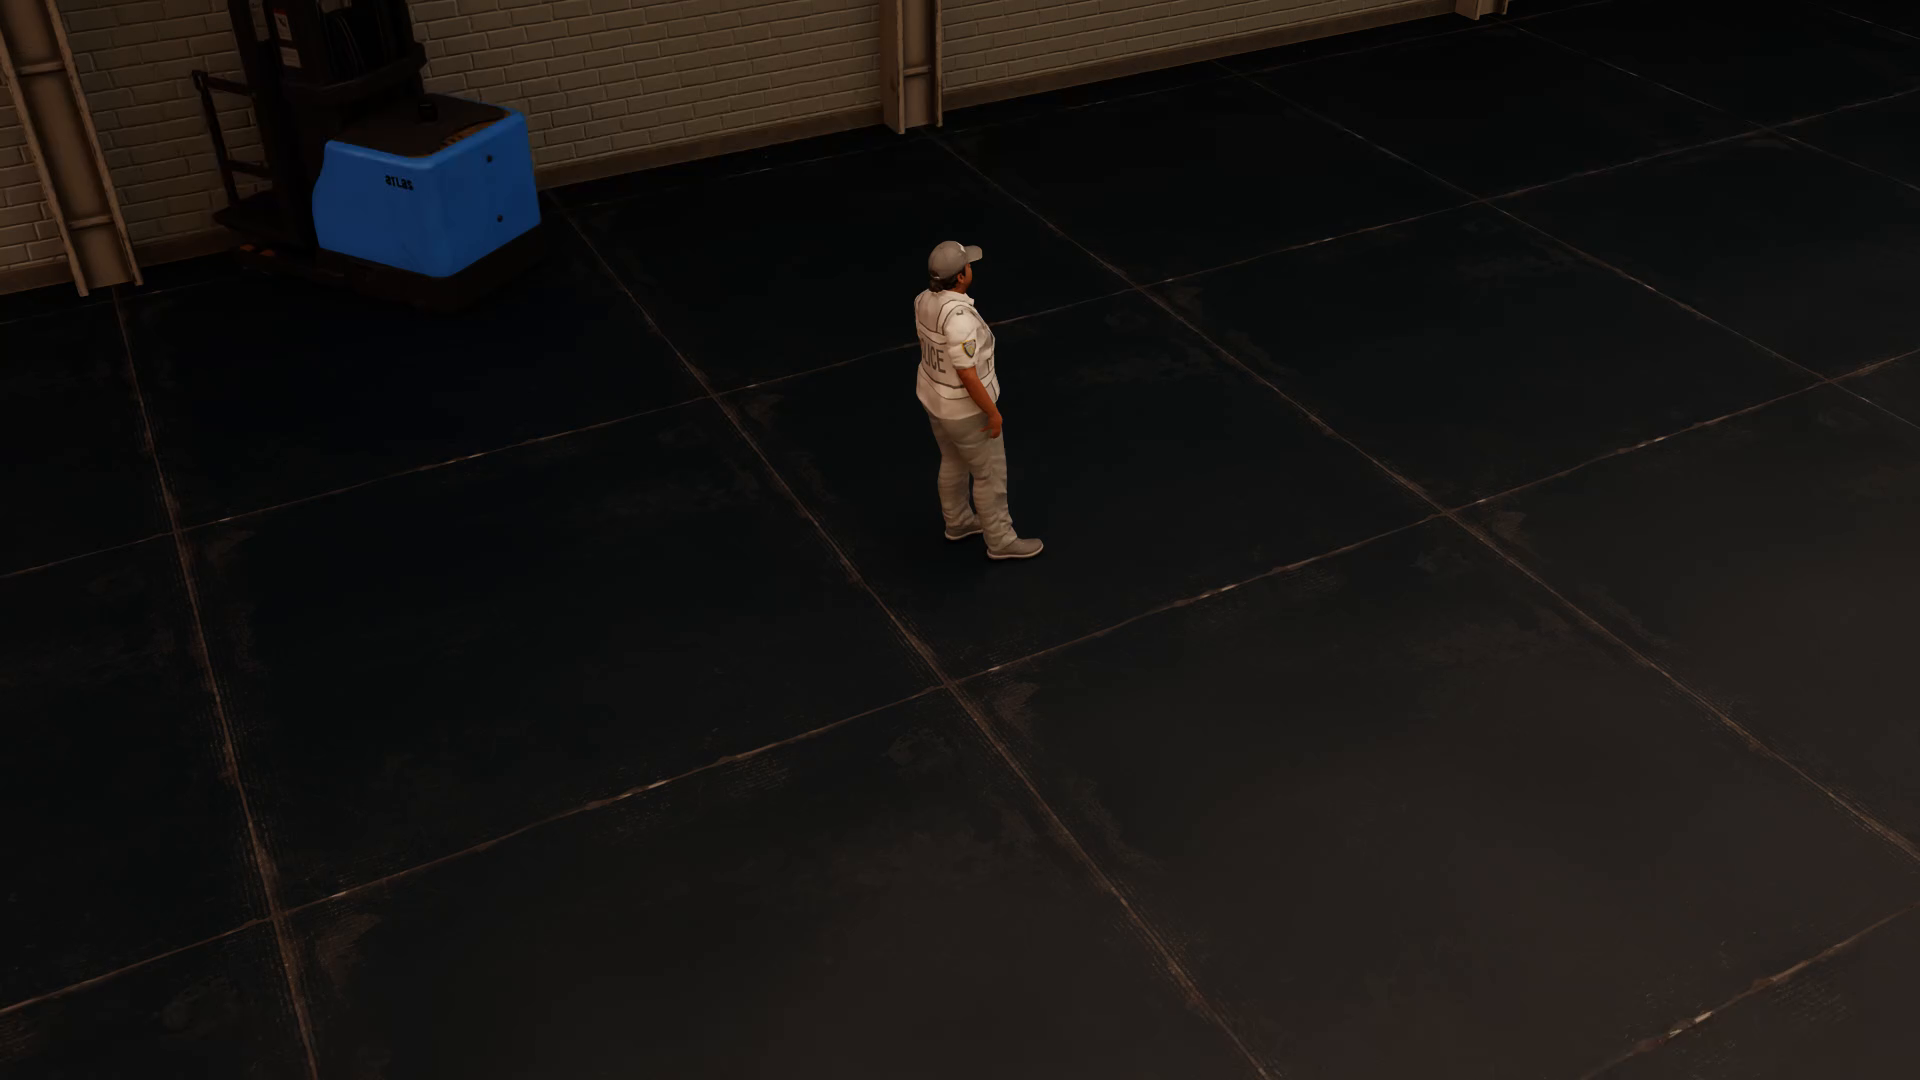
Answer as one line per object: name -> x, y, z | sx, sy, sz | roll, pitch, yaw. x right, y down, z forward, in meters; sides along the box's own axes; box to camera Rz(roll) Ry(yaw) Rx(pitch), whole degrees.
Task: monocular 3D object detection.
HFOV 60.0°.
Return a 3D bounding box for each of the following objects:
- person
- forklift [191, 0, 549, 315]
person -> 0.079, -0.695, 8.190 | 0.529, 1.670, 0.598 | -17, 39, -23
forklift -> -4.338, -3.228, 10.690 | 3.031, 2.935, 1.130 | 16, 38, 22
